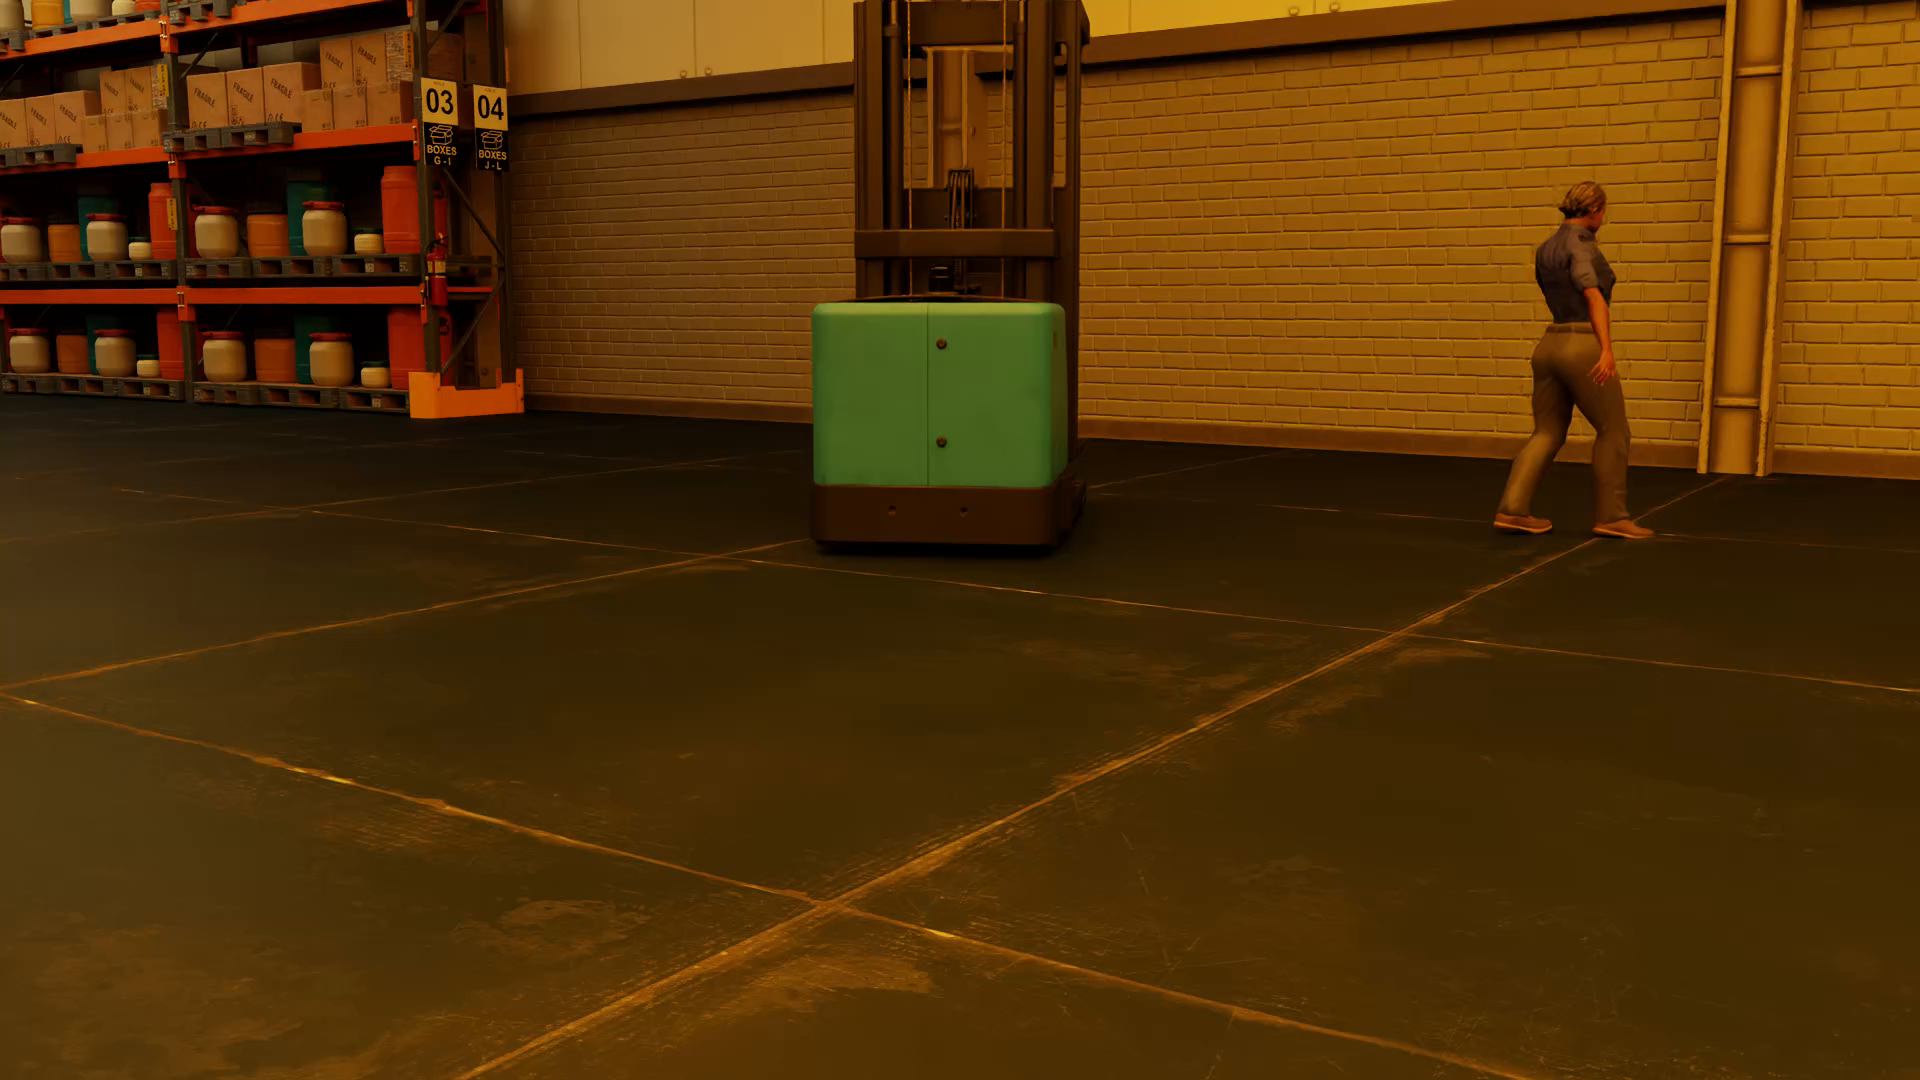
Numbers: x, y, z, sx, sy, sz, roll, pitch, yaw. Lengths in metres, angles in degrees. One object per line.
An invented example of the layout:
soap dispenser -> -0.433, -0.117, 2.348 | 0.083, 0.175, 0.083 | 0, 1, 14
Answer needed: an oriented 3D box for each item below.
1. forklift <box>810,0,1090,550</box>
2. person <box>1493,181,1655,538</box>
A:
forklift -> 0.068, -1.578, 8.287 | 1.130, 2.935, 3.031 | 1, 8, 8
person -> 2.886, -0.815, 7.636 | 0.732, 1.639, 0.891 | -2, 8, -12
